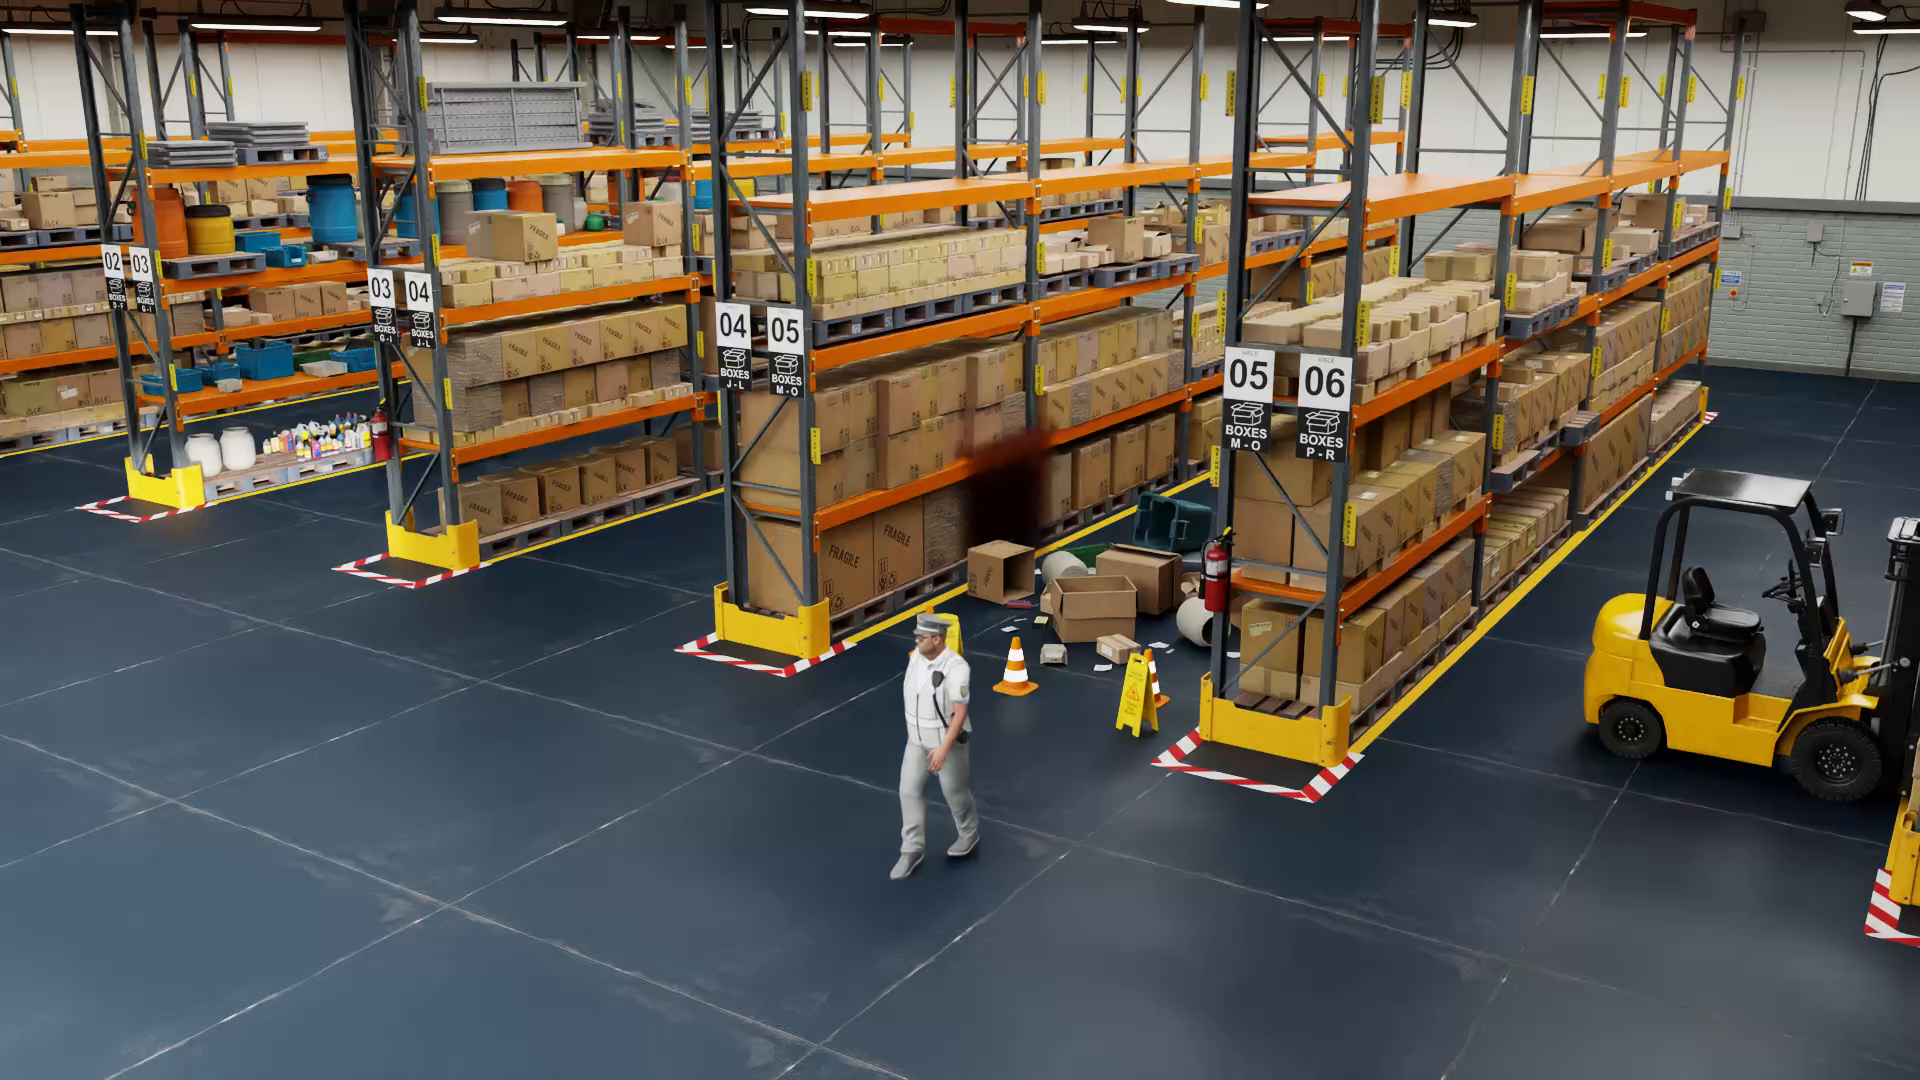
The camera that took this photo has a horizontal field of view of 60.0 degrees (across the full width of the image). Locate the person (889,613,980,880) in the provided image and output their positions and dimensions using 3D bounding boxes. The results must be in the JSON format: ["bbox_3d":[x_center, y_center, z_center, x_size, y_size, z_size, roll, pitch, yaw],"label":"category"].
[{"bbox_3d":[-0.192,1.365,11.136,0.560,1.801,0.762,12,20,37],"label":"person"}]

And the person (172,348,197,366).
[{"bbox_3d":[-14.005,-3.711,29.586,0.595,1.609,0.576,7,17,24],"label":"person"}]

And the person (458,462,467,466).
[{"bbox_3d":[-6.698,-1.892,22.893,0.632,1.674,1.058,6,17,21],"label":"person"}]
